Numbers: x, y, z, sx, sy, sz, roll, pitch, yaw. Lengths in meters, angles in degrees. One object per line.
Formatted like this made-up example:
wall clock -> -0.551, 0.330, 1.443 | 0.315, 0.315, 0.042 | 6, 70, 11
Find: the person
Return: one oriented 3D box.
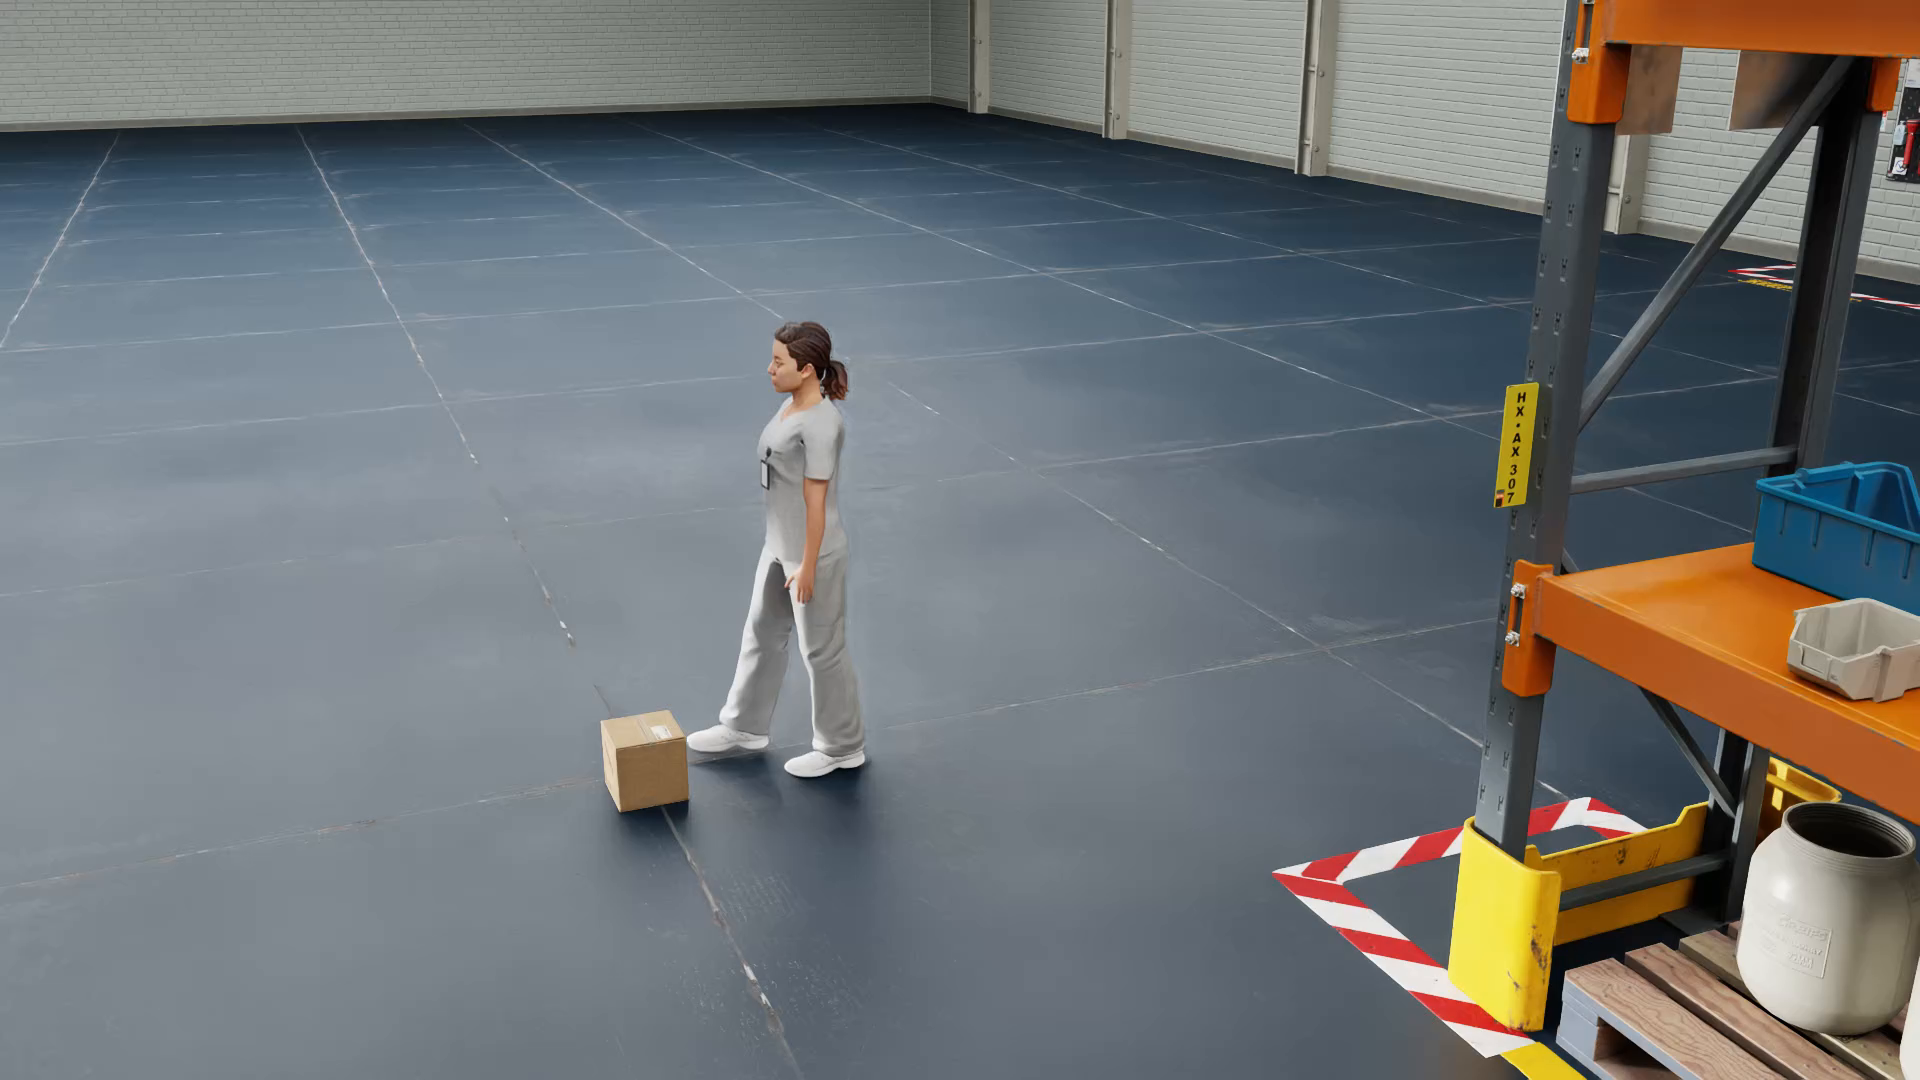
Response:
person -> -0.668, 0.048, 5.906 | 0.613, 1.667, 0.479 | -7, 20, -20
